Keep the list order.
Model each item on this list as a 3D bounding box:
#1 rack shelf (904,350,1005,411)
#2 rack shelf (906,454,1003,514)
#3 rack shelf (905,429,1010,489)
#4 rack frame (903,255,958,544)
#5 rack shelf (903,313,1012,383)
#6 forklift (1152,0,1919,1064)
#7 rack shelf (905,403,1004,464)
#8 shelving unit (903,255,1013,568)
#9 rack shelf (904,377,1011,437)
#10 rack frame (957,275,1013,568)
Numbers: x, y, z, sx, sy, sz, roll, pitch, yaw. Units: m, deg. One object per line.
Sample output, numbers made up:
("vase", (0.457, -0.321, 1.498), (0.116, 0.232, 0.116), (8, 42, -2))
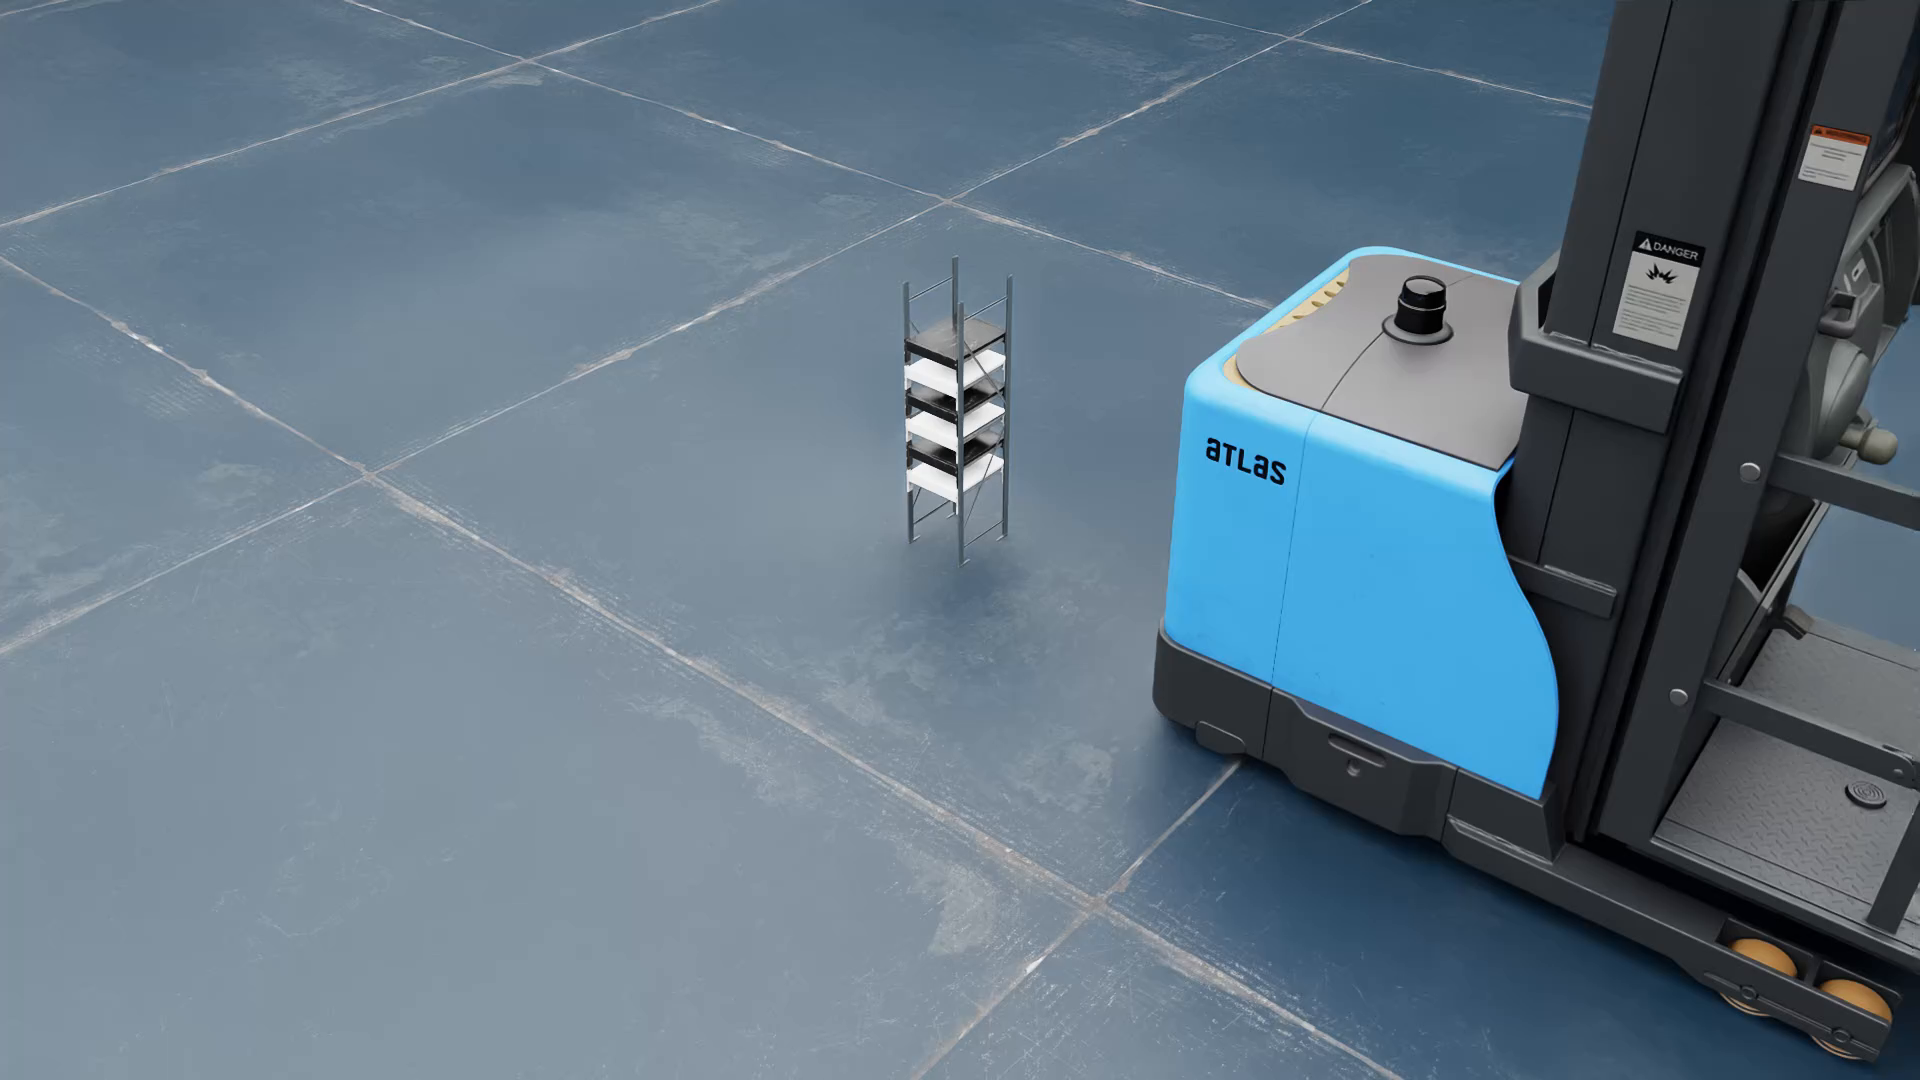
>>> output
("rack shelf", (-0.006, -0.495, 4.917), (0.200, 0.077, 0.258), (25, 42, 32))
("rack shelf", (-0.006, -0.198, 5.120), (0.200, 0.077, 0.258), (25, 42, 32))
("rack shelf", (-0.006, -0.272, 5.069), (0.200, 0.077, 0.258), (25, 42, 32))
("rack frame", (-0.084, -0.411, 5.053), (0.006, 0.900, 0.240), (25, 42, 32))
("rack shelf", (-0.006, -0.569, 4.866), (0.200, 0.077, 0.258), (25, 42, 32))
("forklift", (2.002, -0.427, 3.283), (3.031, 2.935, 1.130), (23, 41, 30))
("rack shelf", (-0.006, -0.346, 5.018), (0.200, 0.077, 0.258), (25, 42, 32))
("shelving unit", (-0.006, -0.374, 5.000), (0.210, 0.900, 0.258), (25, 42, 32))
("rack shelf", (-0.006, -0.421, 4.967), (0.200, 0.077, 0.258), (25, 42, 32))
("rack frame", (0.072, -0.337, 4.946), (0.006, 0.900, 0.240), (25, 42, 32))
